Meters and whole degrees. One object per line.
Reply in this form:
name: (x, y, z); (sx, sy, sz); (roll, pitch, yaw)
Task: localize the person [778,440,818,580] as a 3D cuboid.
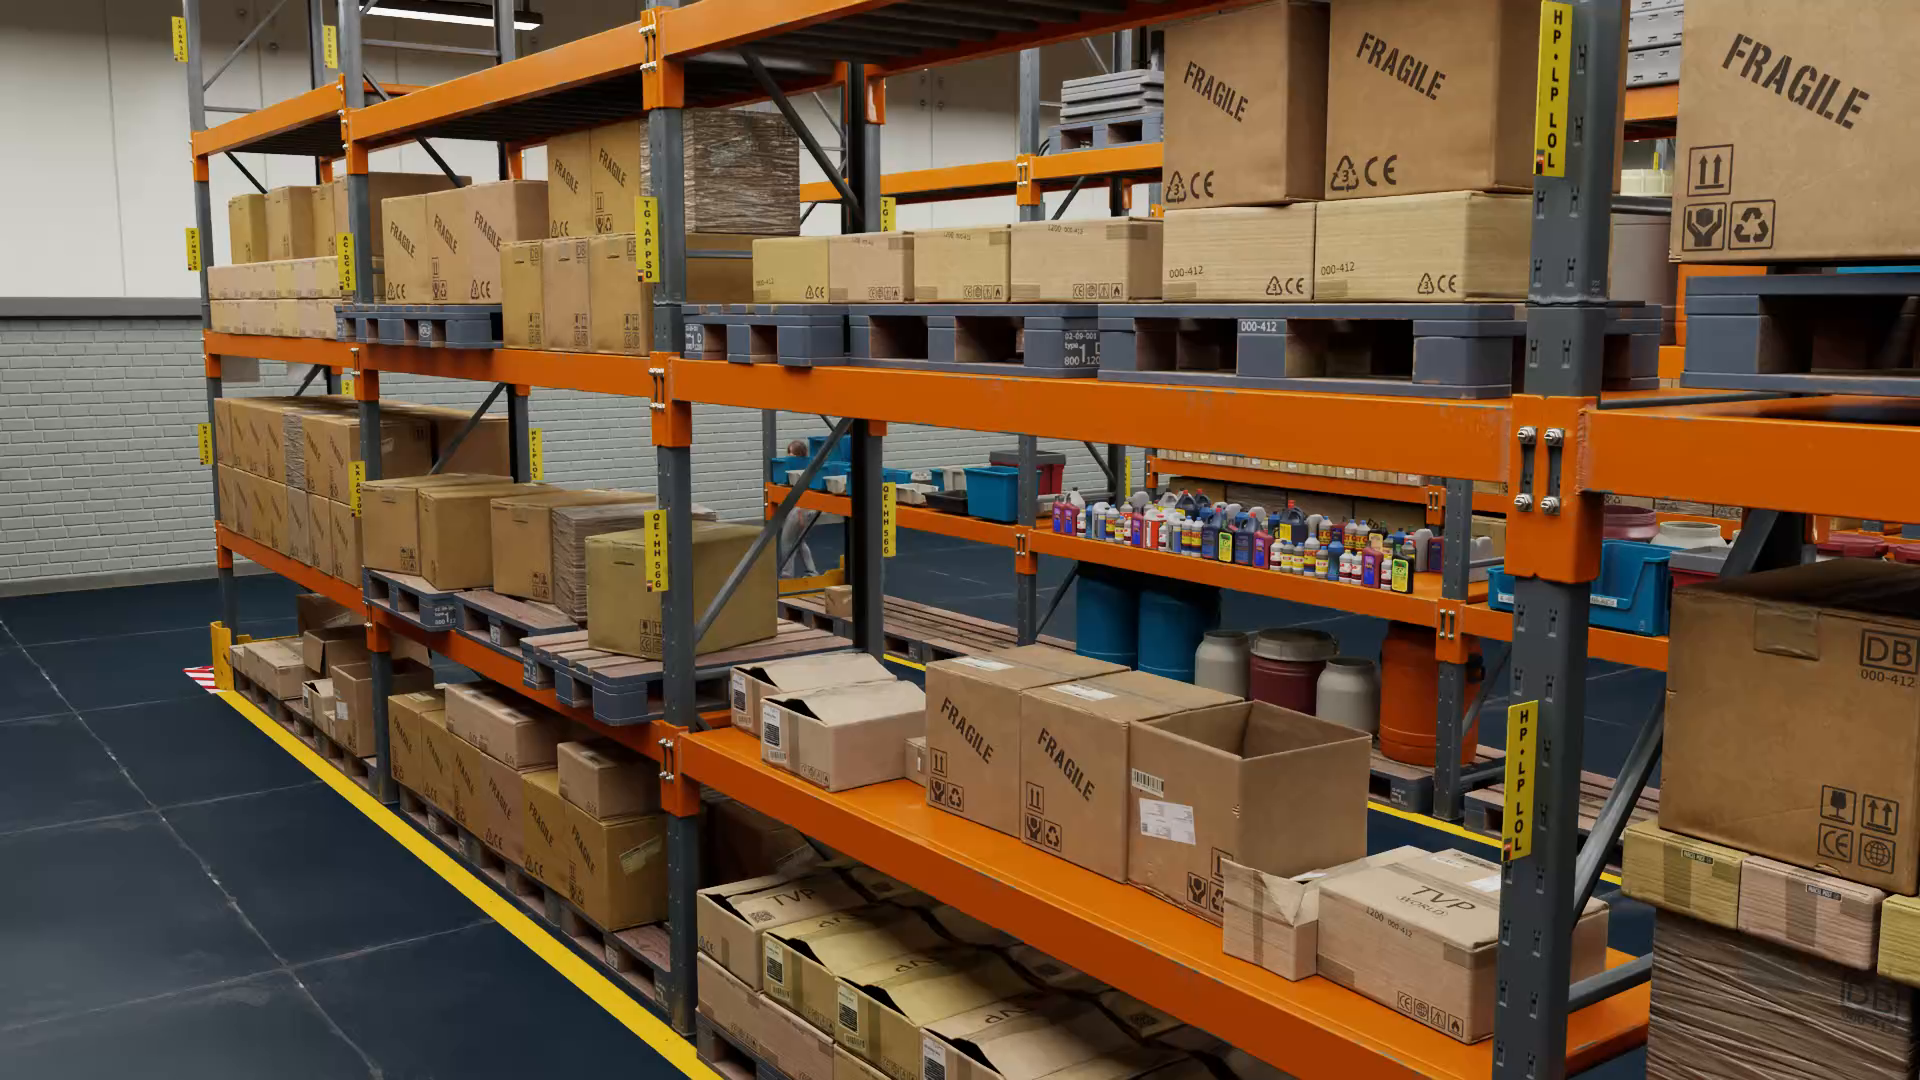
person: (-1.803, -0.266, 17.729); (0.540, 1.609, 0.443); (1, 8, 4)
